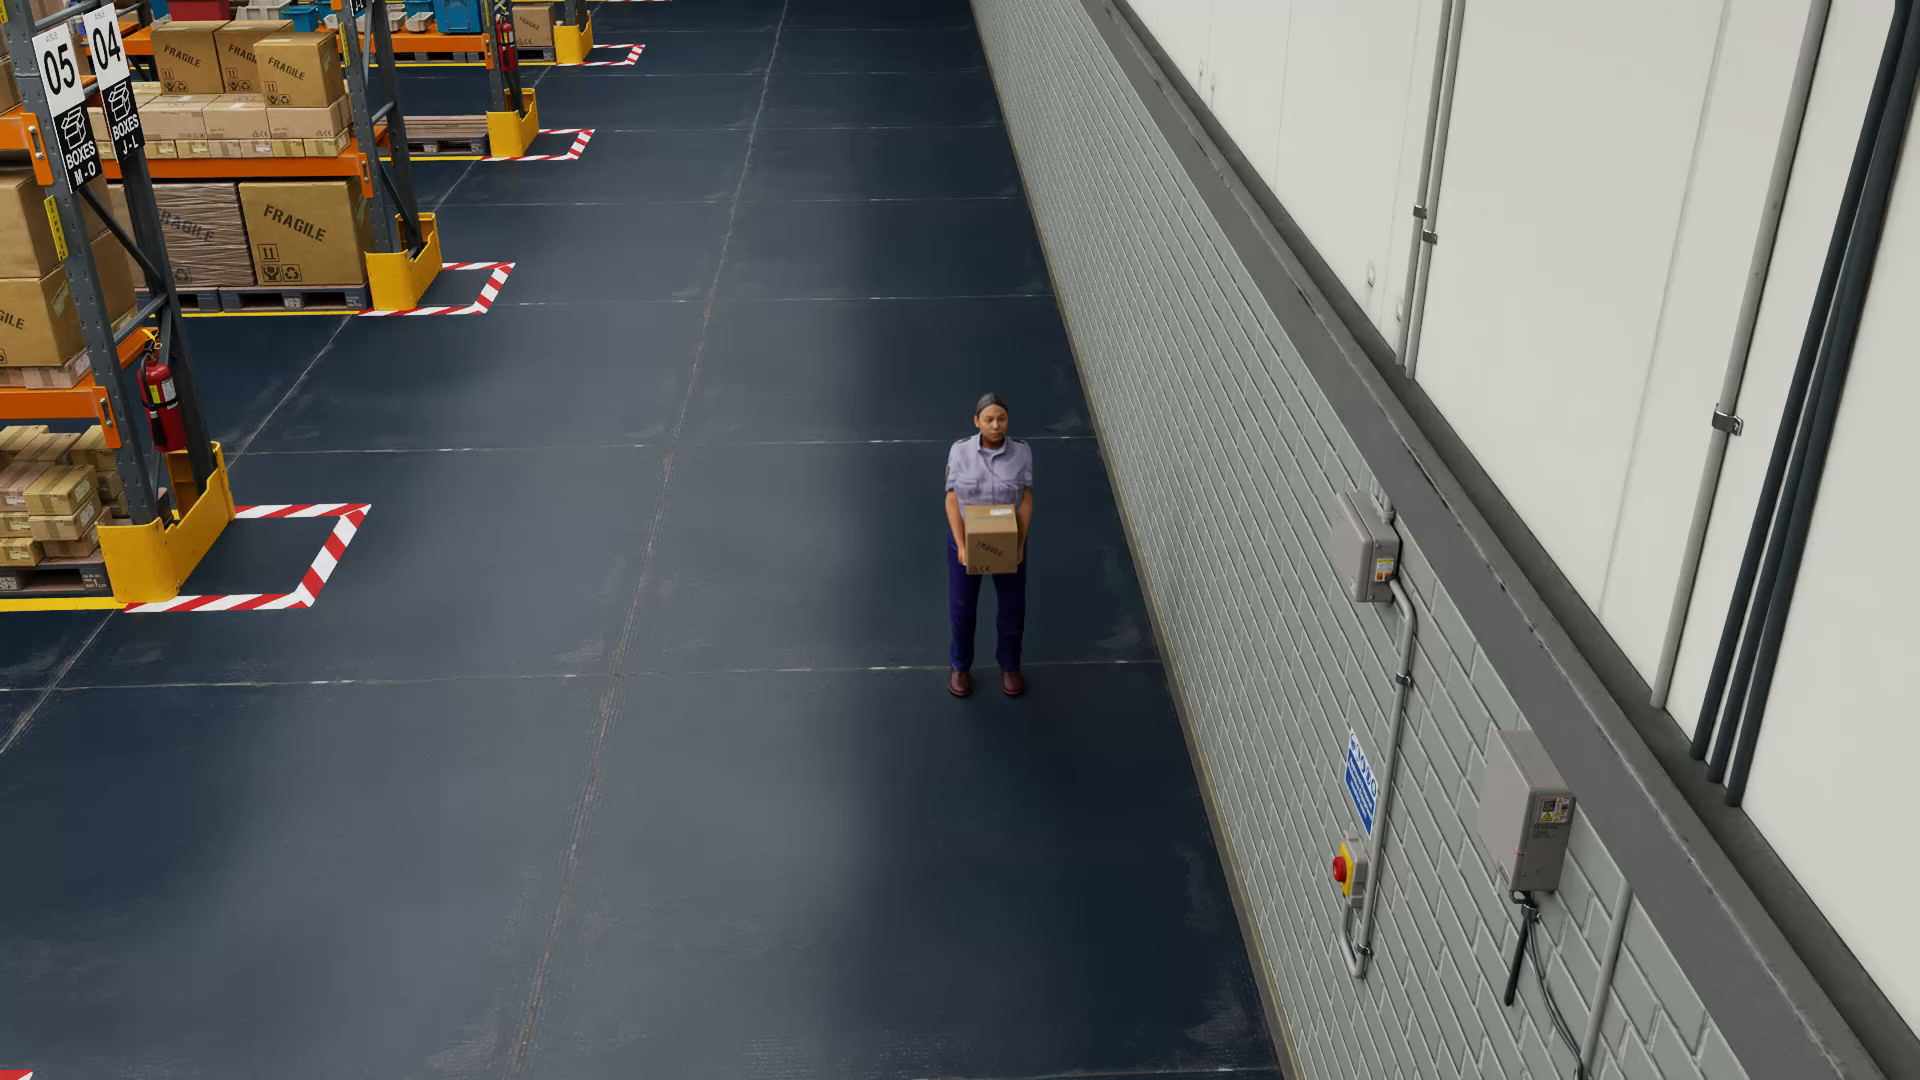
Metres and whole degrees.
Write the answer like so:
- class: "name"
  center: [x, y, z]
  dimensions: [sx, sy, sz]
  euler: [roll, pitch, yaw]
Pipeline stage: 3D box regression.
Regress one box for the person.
- class: "person"
  center: [0.154, 0.067, 8.521]
  dimensions: [0.452, 1.634, 0.516]
  euler: [-1, 28, -2]
